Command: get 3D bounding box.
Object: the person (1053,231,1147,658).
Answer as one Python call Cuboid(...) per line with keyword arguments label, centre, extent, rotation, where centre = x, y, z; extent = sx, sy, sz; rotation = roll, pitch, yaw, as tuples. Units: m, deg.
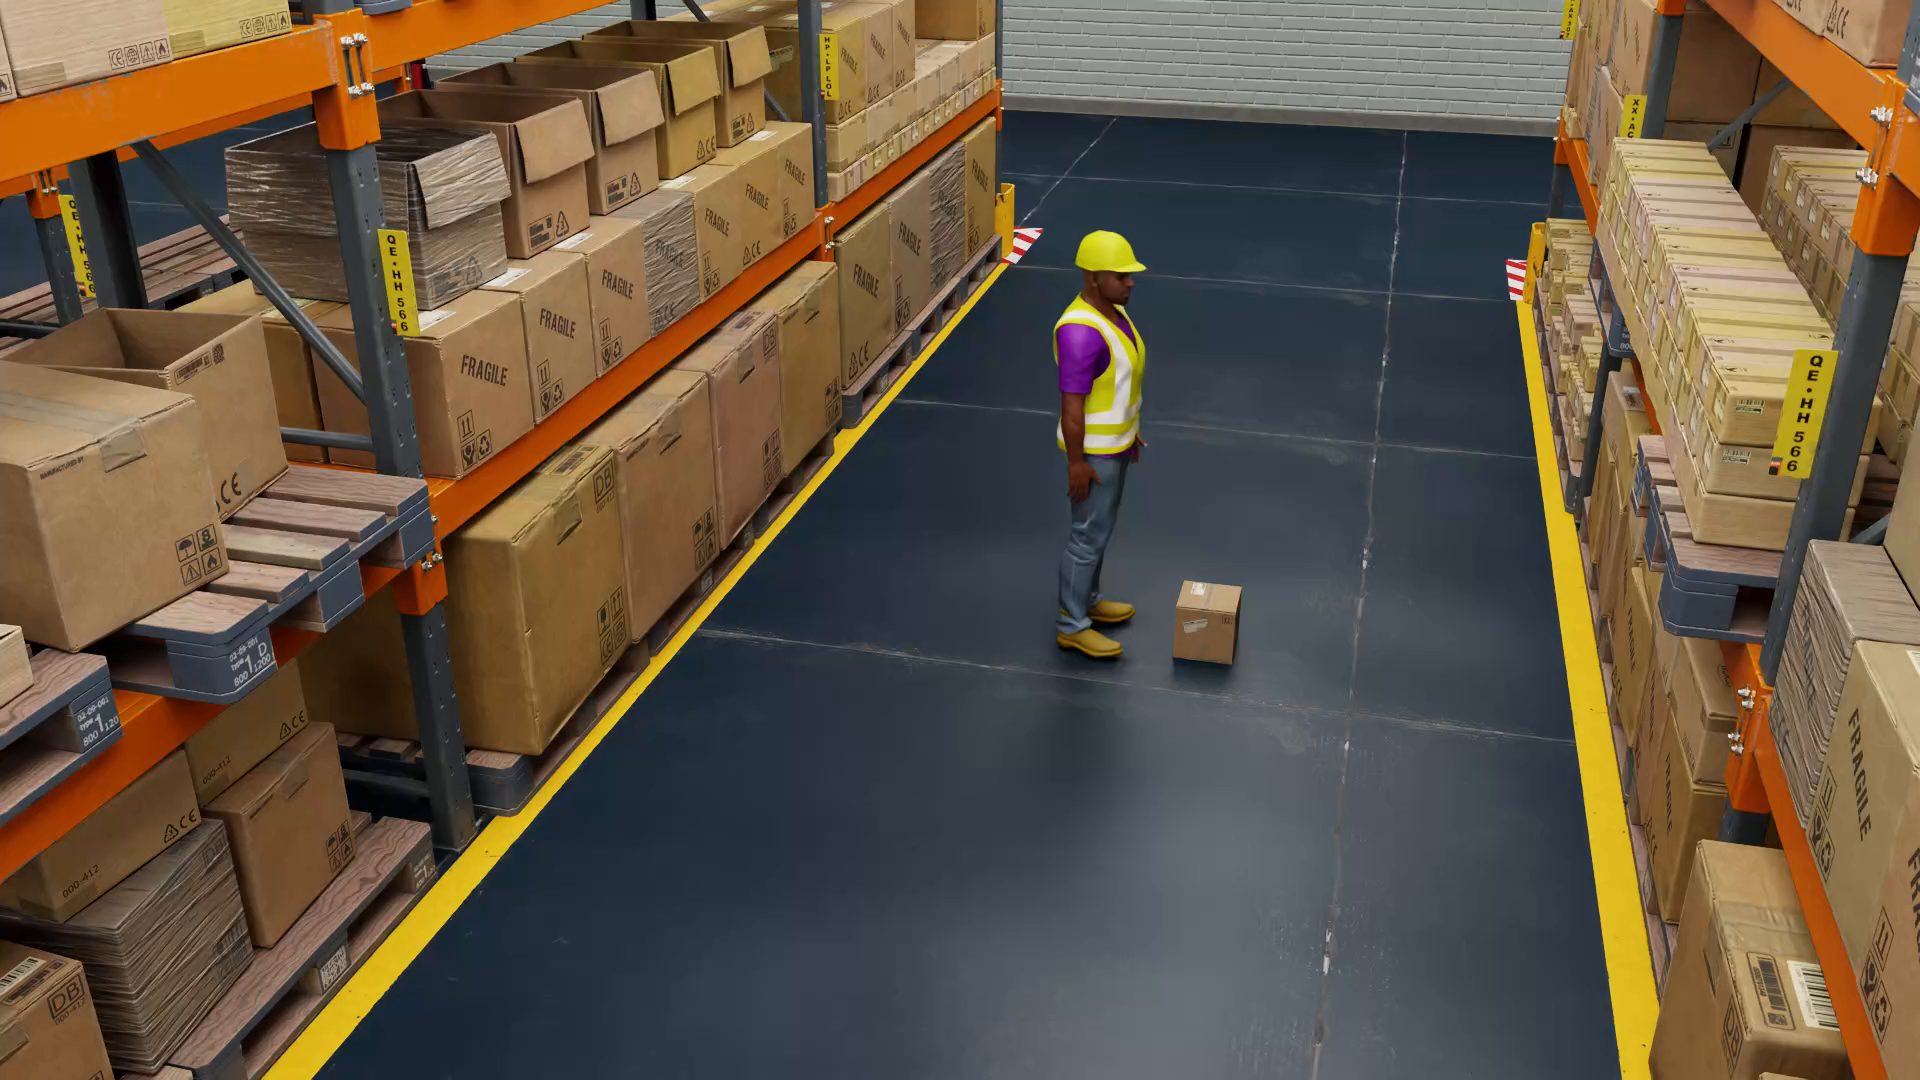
Cuboid(label="person", centre=(0.578, -0.405, 6.898), extent=(0.348, 1.769, 0.579), rotation=(7, 26, 15))
